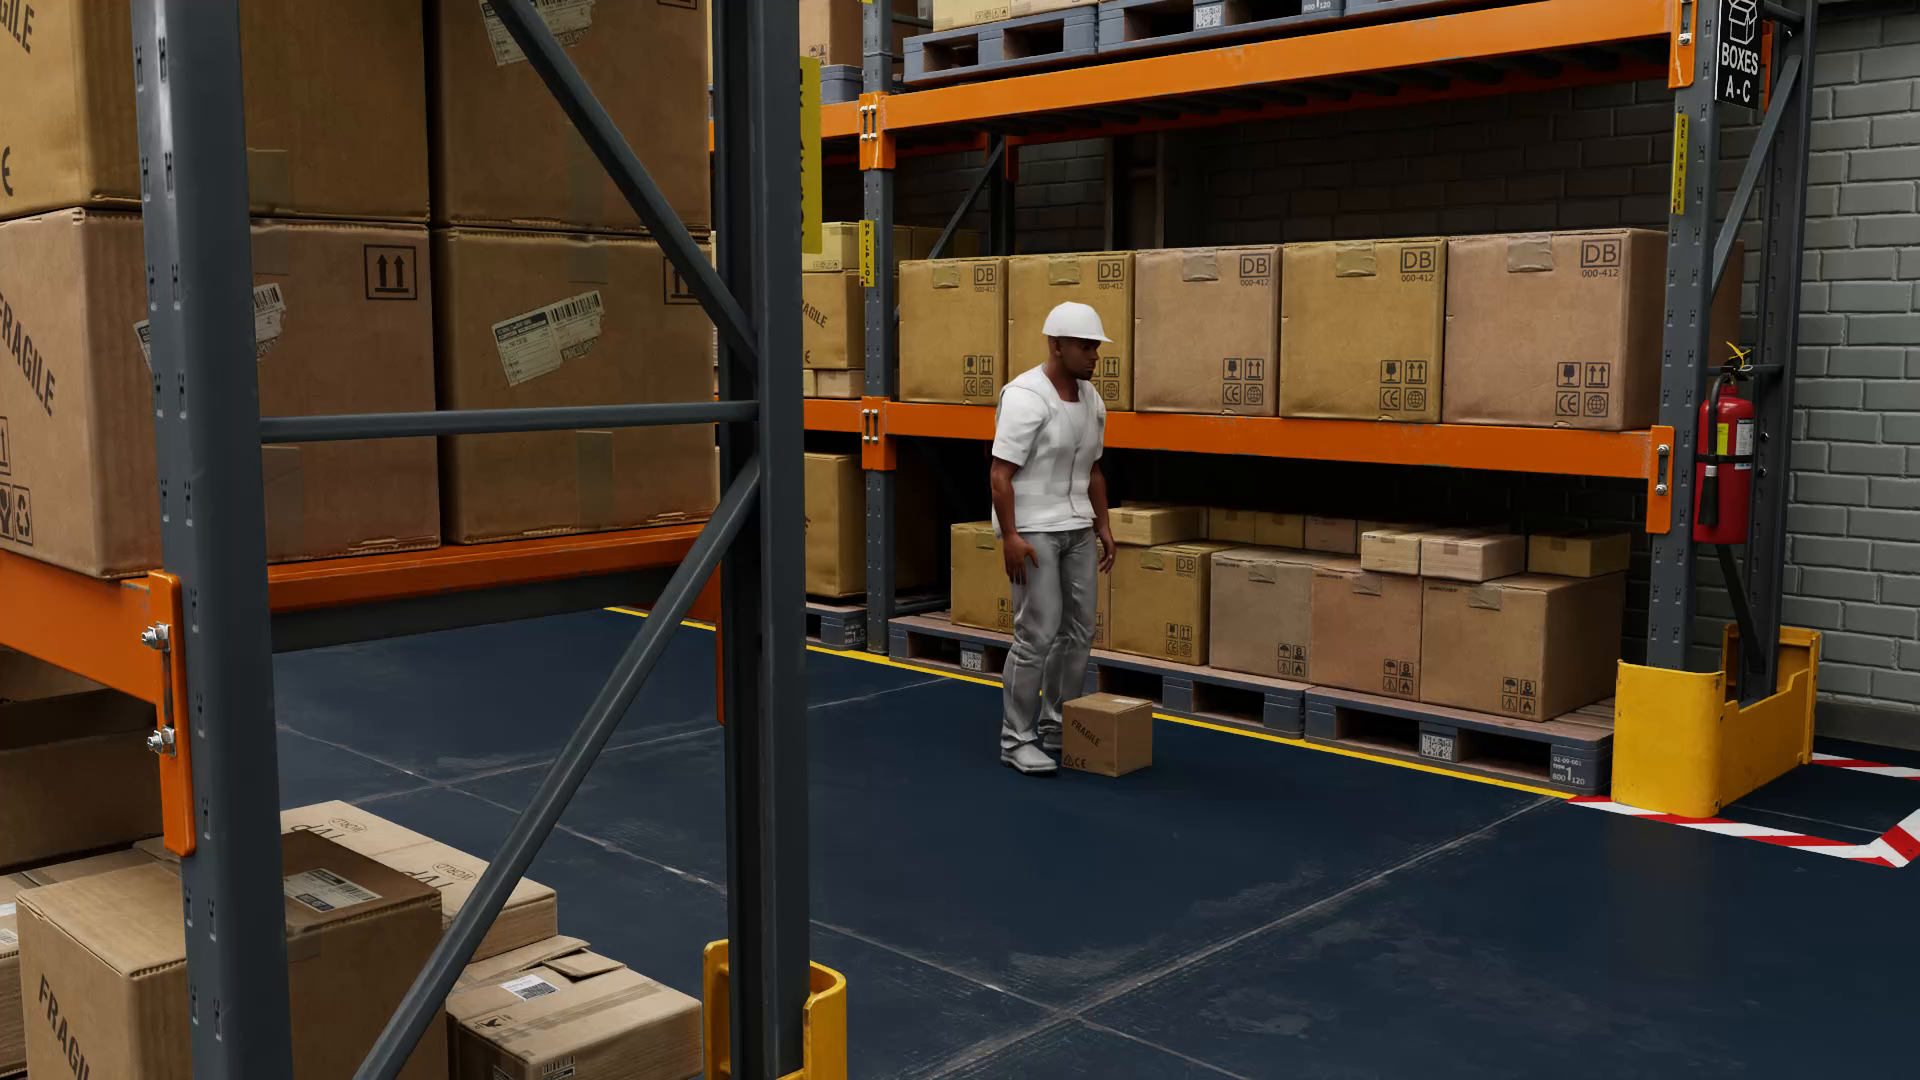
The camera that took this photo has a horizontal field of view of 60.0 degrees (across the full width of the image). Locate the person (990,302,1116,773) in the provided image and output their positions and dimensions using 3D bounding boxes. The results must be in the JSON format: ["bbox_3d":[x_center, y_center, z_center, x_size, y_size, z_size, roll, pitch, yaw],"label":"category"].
[{"bbox_3d":[0.369,-0.024,6.370,0.456,1.761,0.627,6,10,43],"label":"person"}]
